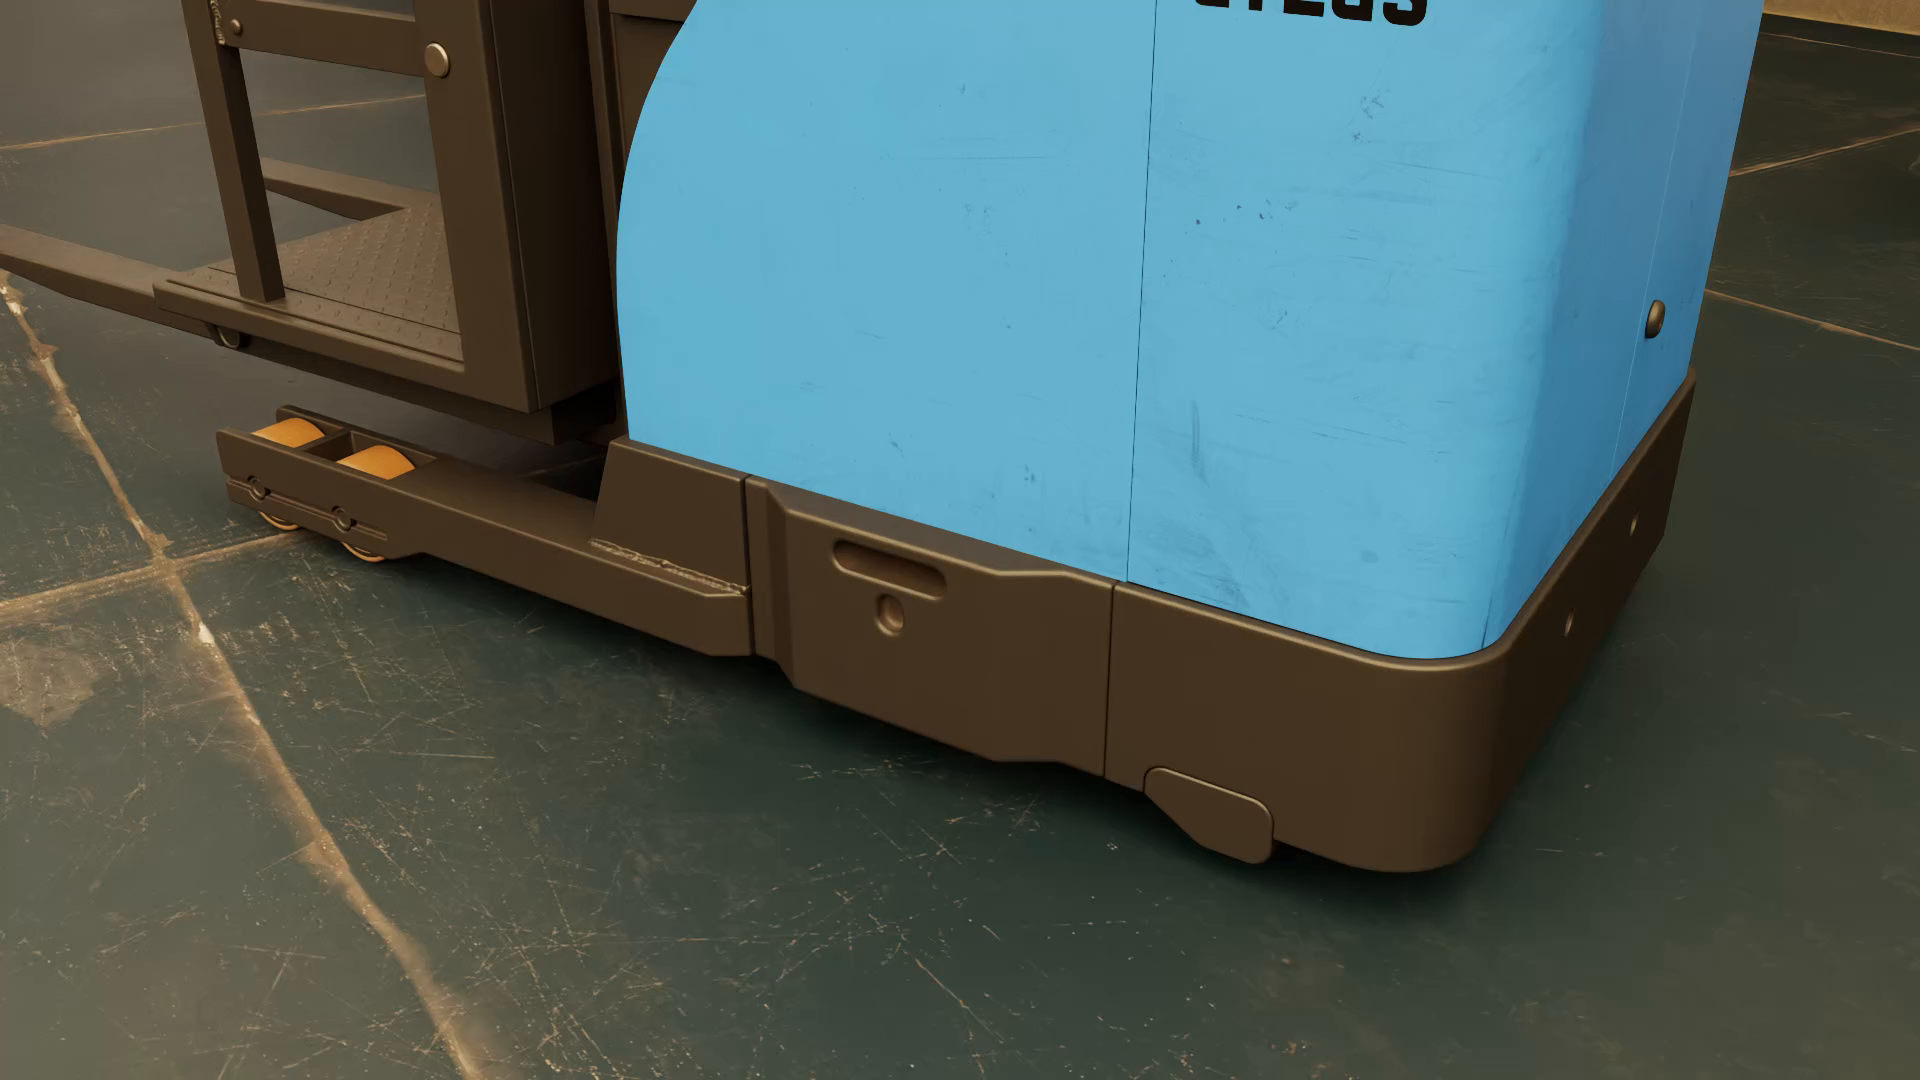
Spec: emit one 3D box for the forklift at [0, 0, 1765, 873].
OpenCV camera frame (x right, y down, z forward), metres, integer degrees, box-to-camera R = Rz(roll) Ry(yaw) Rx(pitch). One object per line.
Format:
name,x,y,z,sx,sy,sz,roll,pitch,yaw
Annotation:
forklift,-0.511,-1.459,2.139,3.031,2.935,1.130,16,31,29
